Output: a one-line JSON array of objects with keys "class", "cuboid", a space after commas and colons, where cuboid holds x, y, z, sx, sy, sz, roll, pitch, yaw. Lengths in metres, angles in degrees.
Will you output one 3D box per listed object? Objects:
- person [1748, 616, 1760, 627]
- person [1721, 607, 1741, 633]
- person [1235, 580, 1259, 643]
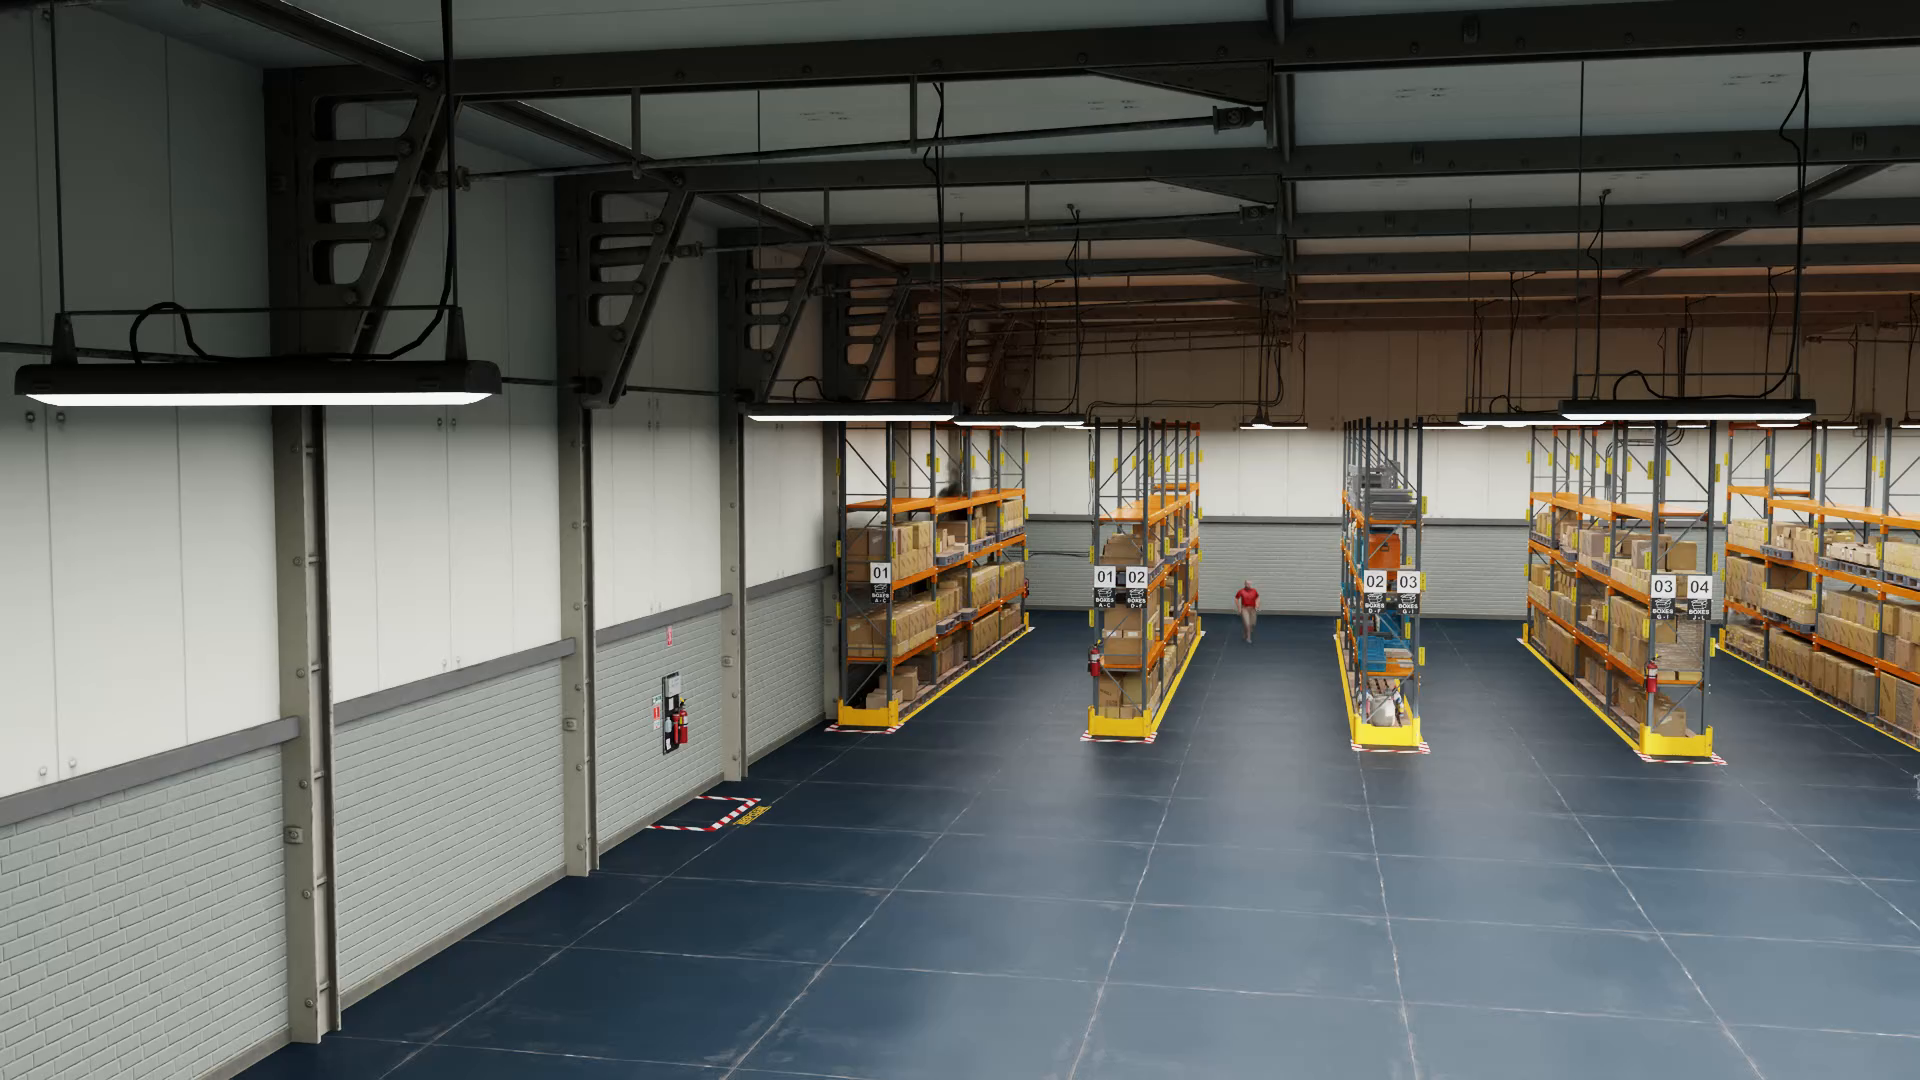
[{"class": "person", "cuboid": [21.660, 2.016, 45.266, 0.661, 1.524, 1.053, -2, 4, -32]}, {"class": "person", "cuboid": [21.046, 1.977, 45.295, 0.590, 1.616, 0.666, 0, 4, 6]}, {"class": "person", "cuboid": [7.874, 1.940, 45.497, 0.700, 1.703, 0.629, -1, 4, -11]}]
